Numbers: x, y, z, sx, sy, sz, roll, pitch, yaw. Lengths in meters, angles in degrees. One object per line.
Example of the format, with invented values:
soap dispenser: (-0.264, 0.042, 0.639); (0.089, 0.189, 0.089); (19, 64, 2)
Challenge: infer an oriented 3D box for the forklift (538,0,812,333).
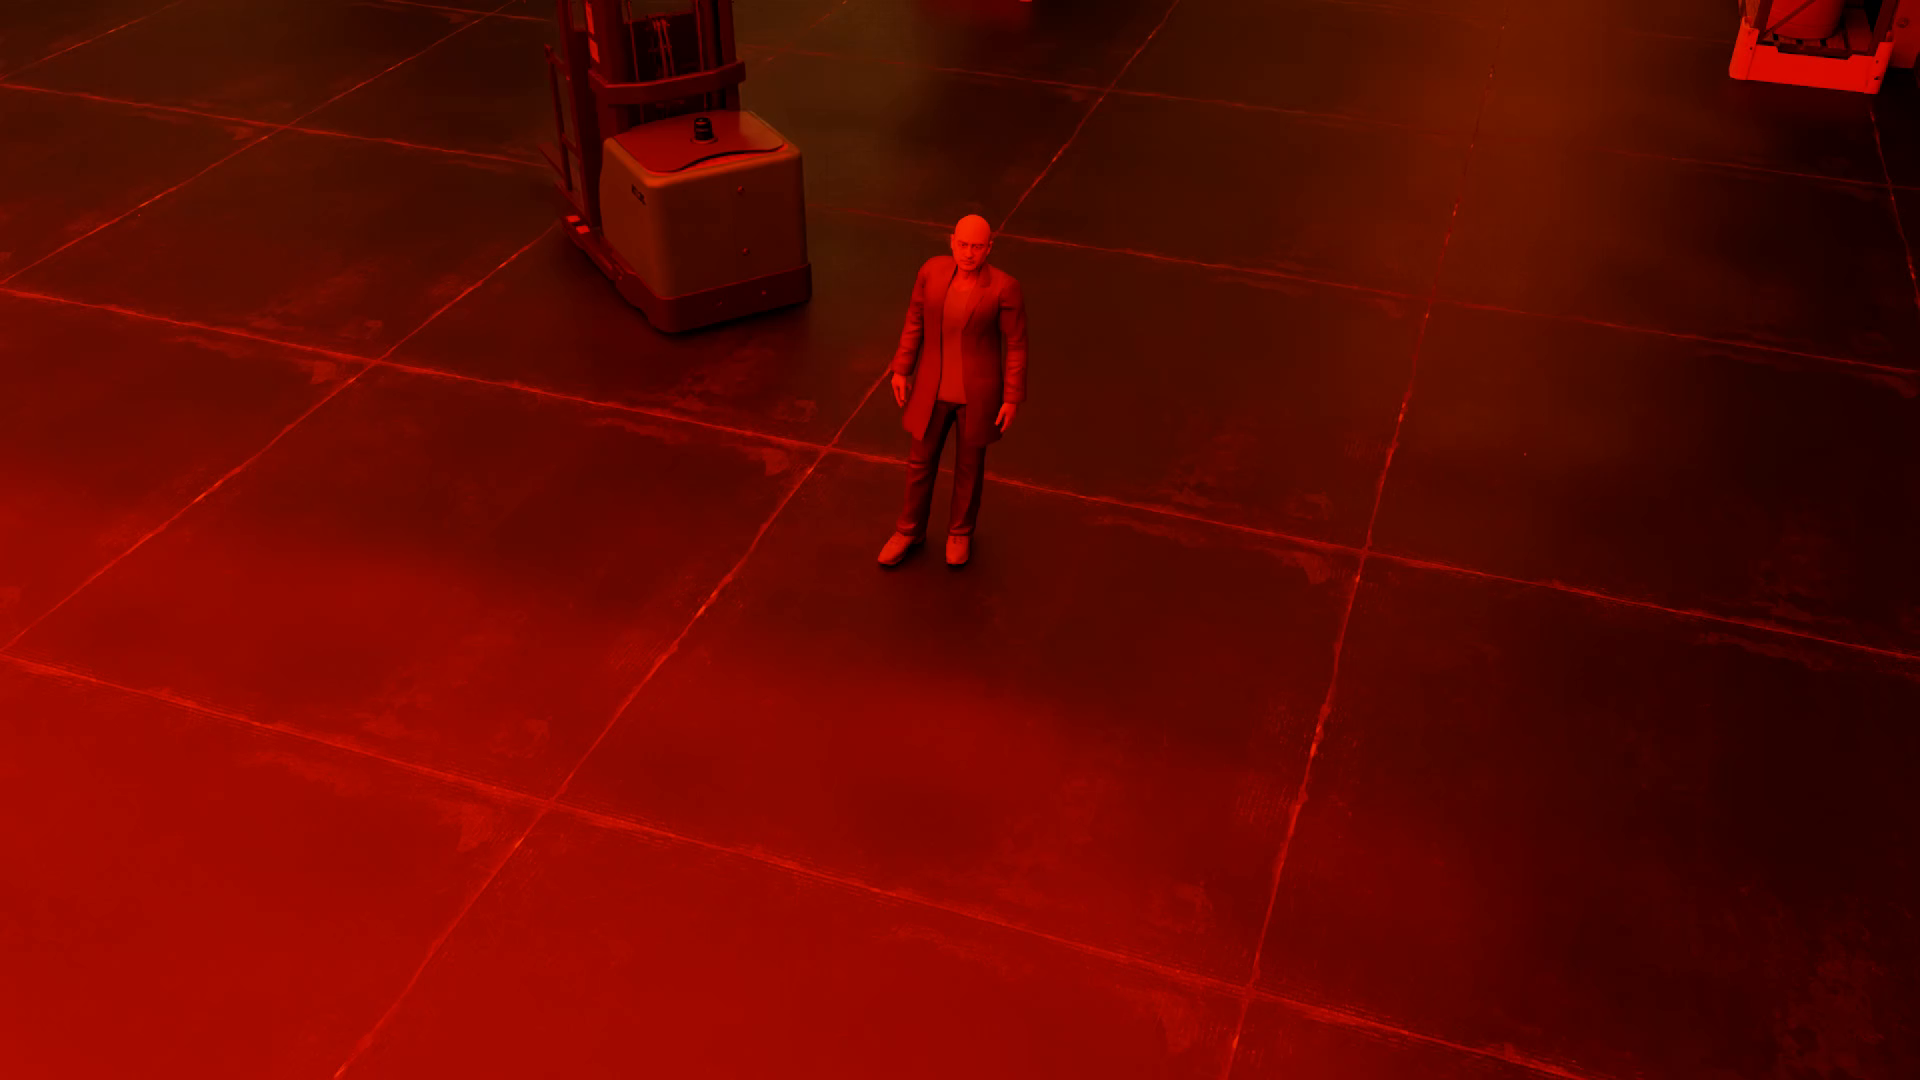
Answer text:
forklift: (-2.119, -3.312, 10.782); (1.130, 2.935, 3.031); (-18, 39, -24)

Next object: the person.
person: (-0.034, -0.682, 8.057); (0.698, 1.777, 0.579); (12, 37, 16)
